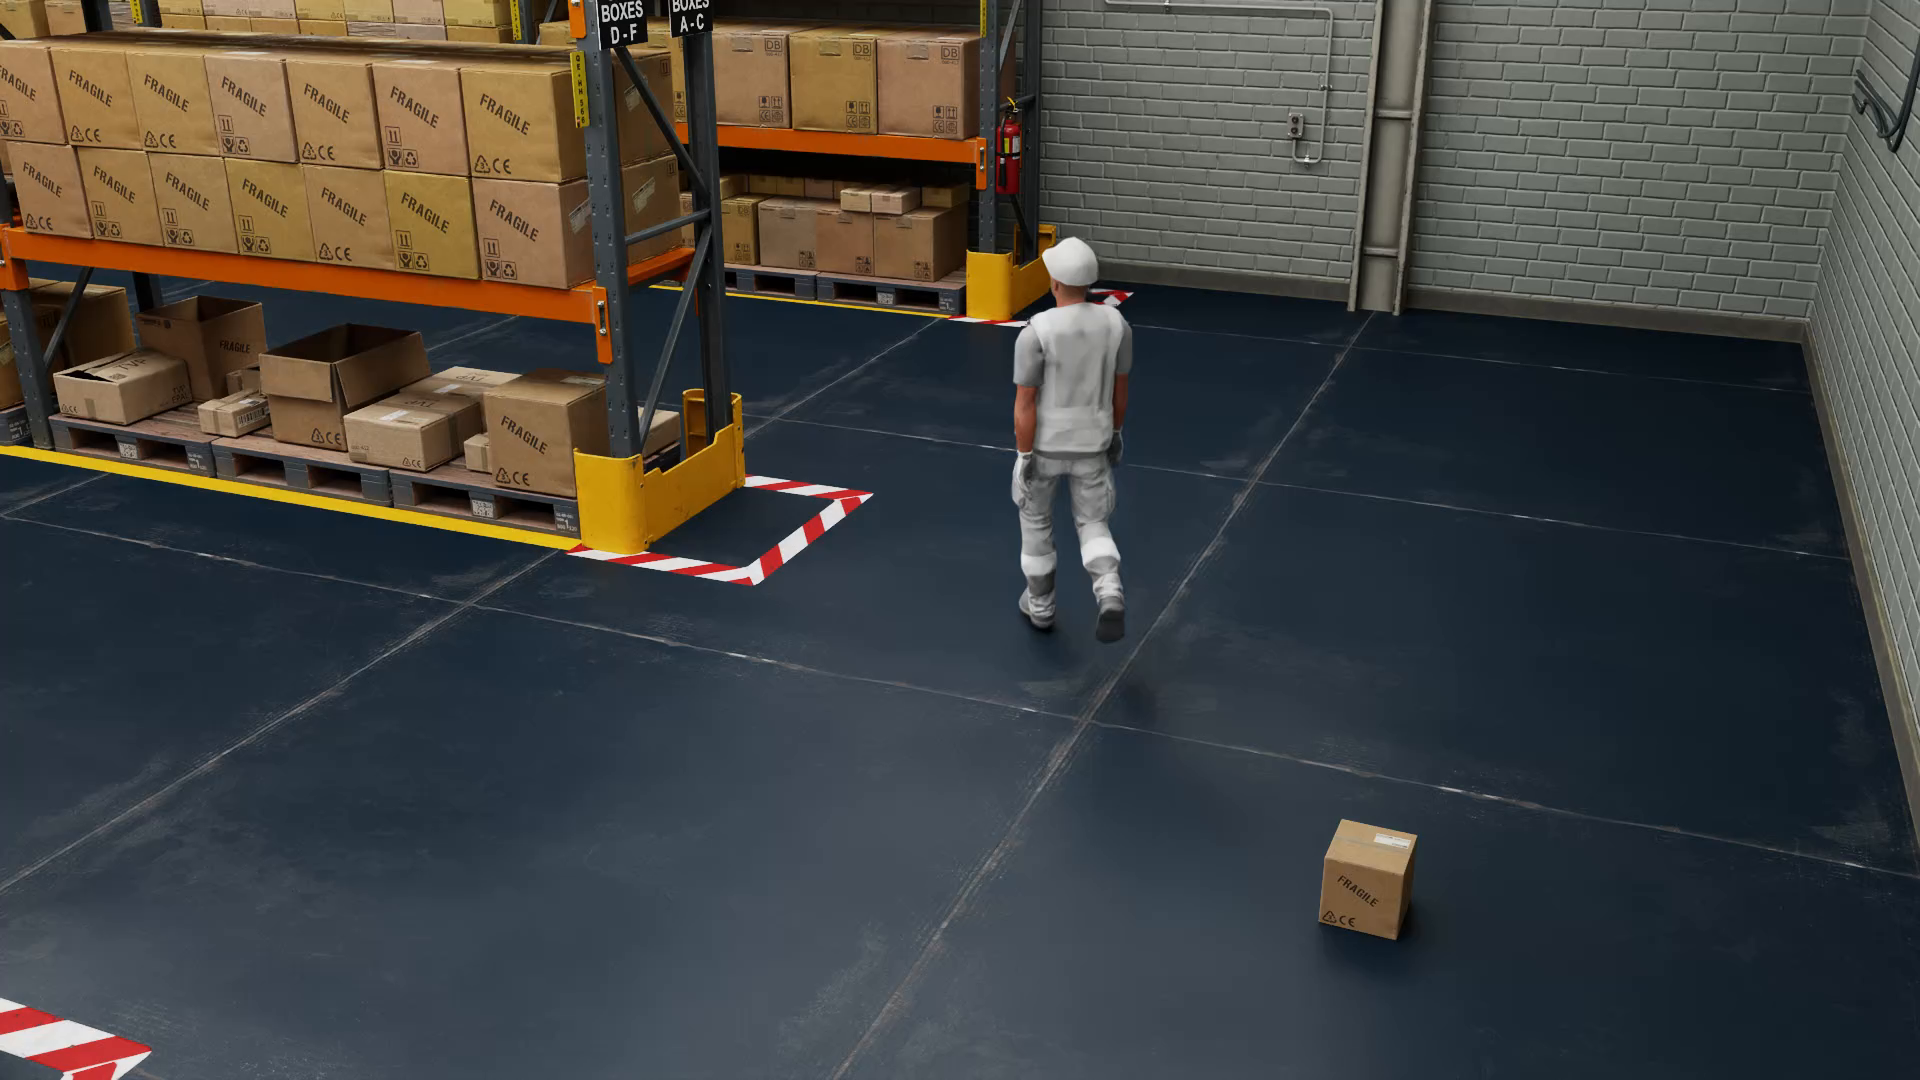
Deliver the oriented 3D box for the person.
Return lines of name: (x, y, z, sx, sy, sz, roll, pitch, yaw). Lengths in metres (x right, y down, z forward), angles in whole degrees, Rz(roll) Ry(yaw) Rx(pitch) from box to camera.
person: (0.470, -0.390, 6.976, 0.535, 1.765, 0.810, -5, 23, -12)
